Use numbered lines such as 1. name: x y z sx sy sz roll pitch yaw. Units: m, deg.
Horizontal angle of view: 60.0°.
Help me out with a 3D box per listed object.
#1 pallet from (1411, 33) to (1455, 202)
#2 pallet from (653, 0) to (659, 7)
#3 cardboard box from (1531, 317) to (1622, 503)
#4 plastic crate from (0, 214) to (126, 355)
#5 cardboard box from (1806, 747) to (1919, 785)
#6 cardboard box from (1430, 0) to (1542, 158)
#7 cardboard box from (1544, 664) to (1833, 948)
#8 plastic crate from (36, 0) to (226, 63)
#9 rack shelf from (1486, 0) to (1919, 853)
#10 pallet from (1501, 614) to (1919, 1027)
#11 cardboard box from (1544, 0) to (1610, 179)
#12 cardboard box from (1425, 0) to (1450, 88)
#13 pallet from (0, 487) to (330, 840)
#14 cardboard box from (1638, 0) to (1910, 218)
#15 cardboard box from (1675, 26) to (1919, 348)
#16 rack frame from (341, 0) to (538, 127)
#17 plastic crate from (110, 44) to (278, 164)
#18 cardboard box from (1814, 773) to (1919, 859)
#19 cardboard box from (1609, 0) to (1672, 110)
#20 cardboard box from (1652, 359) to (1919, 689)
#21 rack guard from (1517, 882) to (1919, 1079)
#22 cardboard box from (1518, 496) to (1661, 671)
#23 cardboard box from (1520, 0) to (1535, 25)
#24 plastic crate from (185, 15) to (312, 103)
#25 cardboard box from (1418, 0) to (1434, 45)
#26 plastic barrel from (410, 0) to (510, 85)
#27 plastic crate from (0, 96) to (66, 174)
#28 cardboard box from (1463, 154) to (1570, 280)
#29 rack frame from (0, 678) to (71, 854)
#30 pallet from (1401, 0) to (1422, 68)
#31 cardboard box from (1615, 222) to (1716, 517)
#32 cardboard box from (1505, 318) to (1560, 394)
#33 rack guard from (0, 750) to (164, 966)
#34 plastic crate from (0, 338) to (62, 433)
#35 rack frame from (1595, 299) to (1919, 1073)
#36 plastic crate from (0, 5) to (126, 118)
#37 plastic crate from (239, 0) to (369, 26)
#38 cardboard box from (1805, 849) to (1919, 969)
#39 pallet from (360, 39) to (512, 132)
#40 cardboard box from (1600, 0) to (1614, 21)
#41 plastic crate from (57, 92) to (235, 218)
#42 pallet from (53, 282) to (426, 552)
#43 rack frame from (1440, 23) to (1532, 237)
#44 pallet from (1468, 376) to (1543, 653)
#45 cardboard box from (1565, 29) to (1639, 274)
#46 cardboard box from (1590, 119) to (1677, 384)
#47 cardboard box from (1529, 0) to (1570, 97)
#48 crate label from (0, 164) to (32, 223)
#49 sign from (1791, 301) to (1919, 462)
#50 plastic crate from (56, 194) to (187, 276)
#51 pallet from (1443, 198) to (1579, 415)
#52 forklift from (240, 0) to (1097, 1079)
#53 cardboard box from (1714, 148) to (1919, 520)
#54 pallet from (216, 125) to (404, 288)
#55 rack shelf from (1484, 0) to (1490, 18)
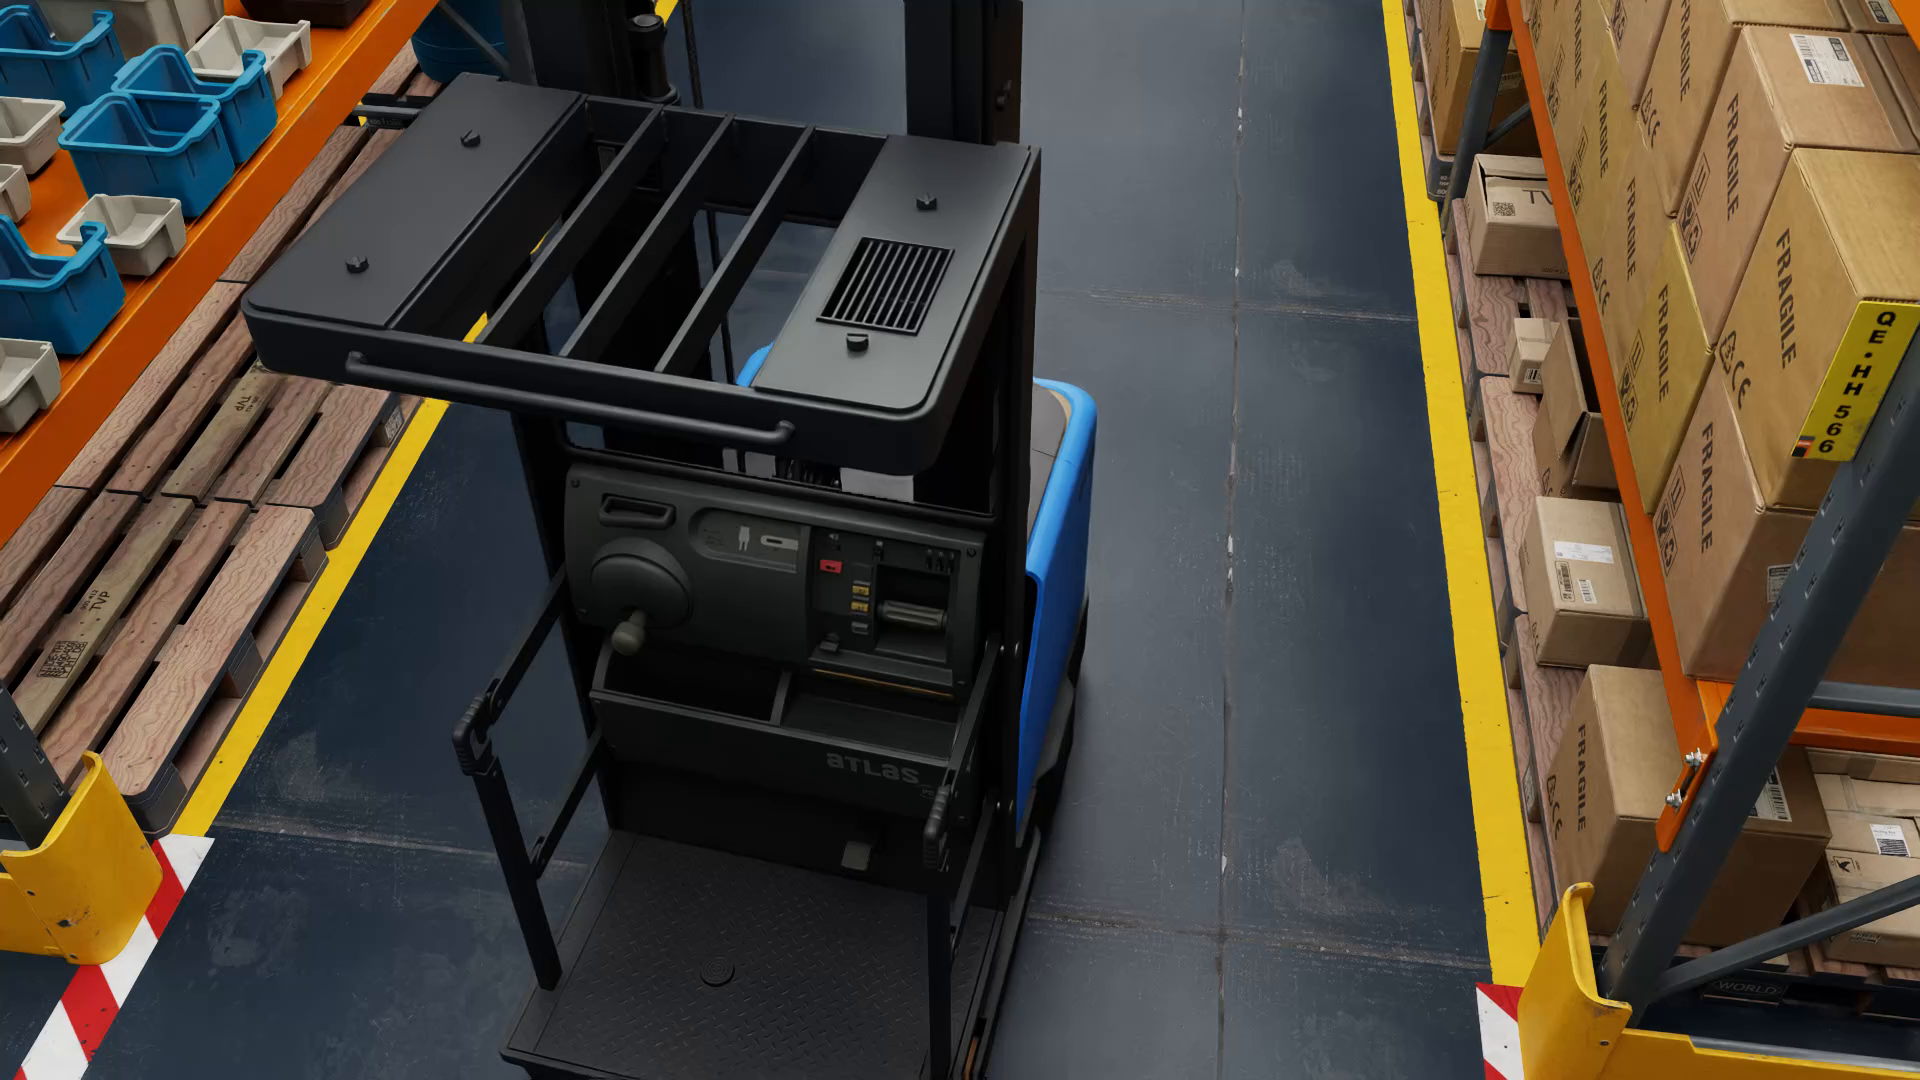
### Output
1. pallet: 2.637 -1.931 7.636 1.003 0.211 1.213 5 44 6
2. pallet: -2.040 -3.182 8.957 1.003 0.211 1.213 5 44 6
3. cardboard box: 2.324 -0.358 5.443 0.797 0.503 0.637 5 44 6
4. plastic crate: -2.425 -0.661 4.344 0.416 0.233 0.300 5 44 6
5. cardboard box: 2.458 0.493 4.727 0.500 0.250 0.500 5 44 6
6. cardboard box: 2.348 -2.000 7.179 0.500 0.500 0.500 5 44 5
7. cardboard box: 1.866 0.695 4.332 0.500 0.500 0.500 5 44 6
8. plastic crate: -2.727 -1.794 5.505 0.437 0.282 0.530 5 44 6
9. rack shelf: 2.303 -0.762 4.896 1.077 0.370 4.000 5 44 6
10. pallet: 2.153 0.758 4.797 1.003 0.211 1.213 5 44 6
11. cardboard box: 2.097 -1.410 4.984 0.500 0.500 0.500 5 44 5
12. cardboard box: 2.422 -2.337 7.534 0.500 0.500 0.500 5 44 6
13. pallet: -2.723 0.341 5.236 1.003 0.211 1.213 5 44 6
14. cardboard box: 1.955 -1.086 3.915 0.500 0.500 0.500 6 44 7
15. cardboard box: 1.891 -0.732 3.541 0.500 0.500 0.500 6 44 7
16. rack frame: -2.342 -2.839 6.566 1.000 3.000 0.127 5 44 6
17. plastic crate: -2.298 -1.314 5.034 0.416 0.233 0.300 5 44 6
18. cardboard box: 2.468 0.785 4.480 0.380 0.166 0.250 5 44 6
19. cardboard box: 2.023 -1.436 4.285 0.500 0.500 0.500 6 44 7
20. cardboard box: 1.828 -0.026 3.523 0.500 0.500 0.500 6 44 7
21. rack guard: 2.049 1.196 4.123 1.175 0.500 0.348 5 44 6
22. cardboard box: 2.022 0.141 5.099 0.500 0.250 0.500 5 44 6
23. cardboard box: 2.230 -2.100 5.713 0.500 0.500 0.500 6 44 7
24. plastic crate: -2.274 -1.551 5.354 0.293 0.136 0.466 5 44 6
25. cardboard box: 2.489 -2.678 7.895 0.500 0.500 0.500 6 44 6
26. plastic barrel: -2.253 -2.599 7.533 0.600 0.901 0.708 5 44 6
27. plastic crate: -2.857 -1.203 4.987 0.298 0.136 0.250 5 44 6
28. cardboard box: 2.297 -1.303 6.580 0.500 0.311 0.500 5 44 6
29. rack frame: -2.871 -0.113 3.687 1.000 3.000 0.127 5 44 6
30. pallet: 2.796 -2.765 8.517 1.003 0.211 1.213 5 44 6
31. cardboard box: 1.893 -0.380 3.897 0.500 0.500 0.500 6 44 6
32. cardboard box: 2.193 -0.660 6.006 0.380 0.166 0.250 5 44 6
33. rack guard: -2.861 0.813 4.528 1.175 0.500 0.348 5 44 6
34. plastic crate: -2.387 -0.388 4.126 0.250 0.136 0.298 5 44 6
35. rack frame: 2.039 0.340 3.209 1.000 3.000 0.127 5 44 6
36. plastic crate: -2.854 -1.497 5.227 0.416 0.233 0.300 5 44 6
37. plastic crate: -2.224 -1.973 5.809 0.437 0.125 0.590 5 44 6
38. cardboard box: 2.435 0.961 4.306 0.380 0.149 0.250 5 44 6
39. pallet: -2.199 -2.348 8.077 1.003 0.211 1.213 5 44 6
40. cardboard box: 2.090 -1.788 4.657 0.500 0.500 0.500 4 44 4
41. plastic crate: -2.338 -1.109 4.818 0.416 0.233 0.300 5 44 6
42. pallet: -2.560 -0.488 6.112 1.003 0.211 1.213 5 44 6
43. rack frame: 2.567 -2.386 6.088 1.000 3.000 0.127 5 44 6
44. pallet: 2.317 -0.072 5.672 1.003 0.211 1.213 5 44 6
45. cardboard box: 2.031 -1.063 4.618 0.500 0.500 0.500 5 44 5
46. cardboard box: 1.964 -0.720 4.256 0.500 0.500 0.500 6 44 6
47. cardboard box: 2.165 -1.750 5.344 0.500 0.500 0.500 6 44 6
48. crate label: -2.877 -0.999 4.772 0.396 0.136 0.243 5 44 6
49. sign: 1.491 -0.259 2.770 0.100 0.325 0.005 5 44 6
50. plastic crate: -2.298 -0.850 4.615 0.250 0.136 0.298 5 44 6
51. pallet: 2.476 -0.905 6.553 1.003 0.211 1.213 5 44 6
52. forklift: -0.460 0.186 3.422 1.130 2.935 3.031 10 44 10
53. cardboard box: 1.825 -0.388 3.178 0.500 0.500 0.500 5 44 5
54. pallet: -2.401 -1.322 6.992 1.003 0.211 1.213 5 44 6
55. rack shelf: 2.832 -3.488 7.775 1.077 0.370 4.000 5 44 6
